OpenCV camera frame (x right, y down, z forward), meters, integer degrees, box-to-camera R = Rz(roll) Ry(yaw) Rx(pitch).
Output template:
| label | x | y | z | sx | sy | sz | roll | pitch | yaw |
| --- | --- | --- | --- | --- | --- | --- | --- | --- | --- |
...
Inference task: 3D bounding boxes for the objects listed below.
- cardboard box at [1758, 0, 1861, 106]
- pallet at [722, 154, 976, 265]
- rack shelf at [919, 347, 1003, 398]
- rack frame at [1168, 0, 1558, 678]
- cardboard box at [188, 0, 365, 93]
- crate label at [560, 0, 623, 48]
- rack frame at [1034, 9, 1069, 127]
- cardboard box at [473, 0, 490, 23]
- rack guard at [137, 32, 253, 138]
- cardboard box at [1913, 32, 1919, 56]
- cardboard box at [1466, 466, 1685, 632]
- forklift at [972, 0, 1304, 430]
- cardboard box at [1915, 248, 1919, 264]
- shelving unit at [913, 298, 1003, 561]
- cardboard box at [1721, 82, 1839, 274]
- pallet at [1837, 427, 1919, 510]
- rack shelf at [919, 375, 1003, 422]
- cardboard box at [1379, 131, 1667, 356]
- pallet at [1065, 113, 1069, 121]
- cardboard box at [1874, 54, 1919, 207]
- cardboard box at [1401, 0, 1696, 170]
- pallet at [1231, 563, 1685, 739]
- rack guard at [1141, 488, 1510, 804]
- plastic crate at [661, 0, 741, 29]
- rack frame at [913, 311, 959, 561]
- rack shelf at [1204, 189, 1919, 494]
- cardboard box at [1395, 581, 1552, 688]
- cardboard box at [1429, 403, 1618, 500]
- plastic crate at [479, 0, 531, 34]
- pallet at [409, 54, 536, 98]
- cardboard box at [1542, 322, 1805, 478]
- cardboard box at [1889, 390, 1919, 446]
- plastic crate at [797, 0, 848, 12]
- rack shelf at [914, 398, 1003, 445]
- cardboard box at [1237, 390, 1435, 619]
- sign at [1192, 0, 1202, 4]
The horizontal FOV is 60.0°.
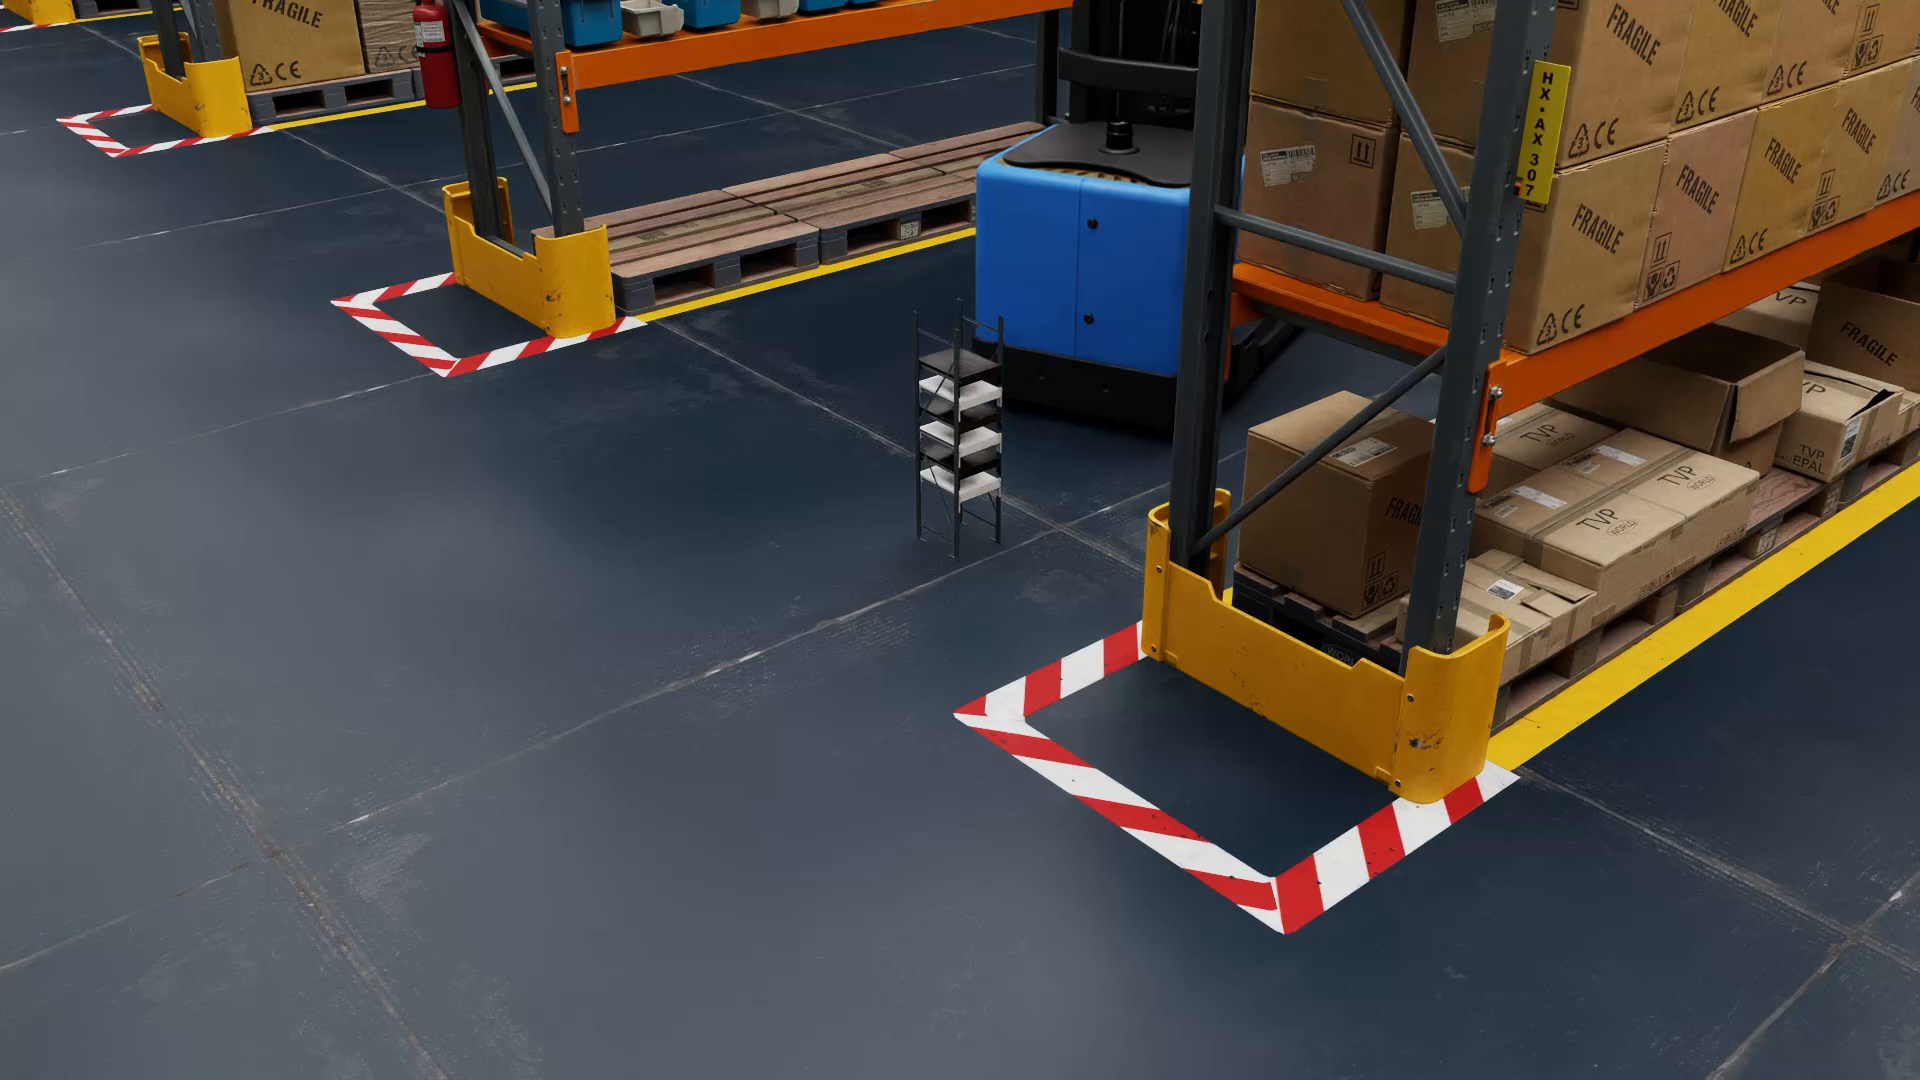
| label | x | y | z | sx | sy | sz | roll | pitch | yaw |
| --- | --- | --- | --- | --- | --- | --- | --- | --- | --- |
| cardboard box | 2.316 | -1.624 | 4.939 | 0.500 | 0.500 | 0.500 | -21 | 35 | -34 |
| pallet | -0.601 | -1.940 | 9.657 | 1.213 | 0.211 | 1.003 | -22 | 35 | -35 |
| rack shelf | -0.006 | -0.603 | 5.922 | 0.200 | 0.077 | 0.258 | -22 | 35 | -35 |
| rack frame | 1.031 | -0.783 | 4.533 | 0.127 | 3.000 | 1.000 | -22 | 35 | -35 |
| cardboard box | -4.961 | -3.809 | 12.004 | 0.875 | 0.875 | 0.875 | -22 | 35 | -35 |
| crate label | -1.779 | -2.471 | 7.805 | 0.303 | 0.233 | 0.416 | -22 | 35 | -35 |
| rack frame | 0.862 | -3.784 | 10.149 | 0.127 | 3.000 | 1.000 | -22 | 35 | -35 |
| cardboard box | -3.591 | -4.360 | 13.034 | 0.875 | 0.875 | 0.875 | -22 | 35 | -35 |
| rack guard | -5.414 | -3.227 | 11.757 | 0.348 | 0.500 | 1.175 | -22 | 35 | -35 |
| cardboard box | 3.086 | -1.933 | 5.517 | 0.500 | 0.500 | 0.500 | -22 | 35 | -35 |
| cardboard box | 2.009 | 0.018 | 5.485 | 0.500 | 0.250 | 0.500 | -22 | 35 | -35 |
| forklift | 1.181 | -2.416 | 7.661 | 1.130 | 2.935 | 3.031 | 14 | 31 | 24 |
| cardboard box | 4.600 | -1.159 | 7.422 | 0.500 | 0.500 | 0.500 | -24 | 36 | -37 |
| shelving unit | -0.006 | -0.394 | 6.033 | 0.210 | 0.900 | 0.258 | -22 | 35 | -35 |
| cardboard box | 2.313 | -1.181 | 5.171 | 0.500 | 0.500 | 0.500 | -22 | 35 | -35 |
| pallet | 3.551 | -0.567 | 7.088 | 1.213 | 0.211 | 1.003 | -22 | 35 | -35 |
| rack shelf | -0.006 | -0.524 | 5.964 | 0.200 | 0.077 | 0.258 | -22 | 35 | -35 |
| cardboard box | 1.540 | -0.869 | 4.587 | 0.500 | 0.500 | 0.500 | -21 | 35 | -34 |
| pallet | 1.476 | -2.775 | 11.220 | 1.213 | 0.211 | 1.003 | -22 | 35 | -35 |
| cardboard box | 3.080 | -1.490 | 5.750 | 0.500 | 0.500 | 0.500 | -21 | 35 | -34 |
| cardboard box | 1.540 | -1.310 | 4.351 | 0.500 | 0.500 | 0.500 | -21 | 34 | -33 |
| pallet | 1.695 | 0.179 | 5.691 | 1.213 | 0.211 | 1.003 | -22 | 35 | -35 |
| rack guard | 1.089 | 0.296 | 5.166 | 0.348 | 0.500 | 1.175 | -22 | 35 | -35 |
| plastic crate | -1.279 | -2.672 | 8.181 | 0.300 | 0.233 | 0.416 | -22 | 35 | -35 |
| rack frame | -0.084 | -0.363 | 5.975 | 0.006 | 0.900 | 0.240 | -22 | 35 | -35 |
| rack shelf | 2.553 | -1.078 | 5.848 | 4.000 | 0.370 | 1.077 | -22 | 35 | -35 |
| cardboard box | 1.573 | 0.275 | 5.111 | 0.250 | 0.149 | 0.380 | -22 | 35 | -35 |
| cardboard box | 2.027 | -0.299 | 6.078 | 0.500 | 0.250 | 0.500 | -22 | 35 | -35 |
| plastic crate | -2.047 | -2.772 | 8.153 | 0.499 | 0.435 | 0.616 | -22 | 35 | -35 |
| pallet | -3.911 | -3.751 | 13.044 | 1.213 | 0.211 | 1.003 | -22 | 35 | -35 |
| cardboard box | 2.648 | -0.523 | 6.229 | 0.637 | 0.503 | 0.797 | -22 | 35 | -35 |
| cardboard box | 3.578 | -0.531 | 6.620 | 0.250 | 0.149 | 0.380 | -22 | 35 | -35 |
| plastic crate | -0.778 | -2.873 | 8.558 | 0.300 | 0.233 | 0.416 | -22 | 35 | -35 |
| rack shelf | -0.006 | -0.444 | 6.007 | 0.200 | 0.077 | 0.258 | -22 | 35 | -35 |
| cardboard box | 1.285 | -0.130 | 5.495 | 0.500 | 0.500 | 0.500 | -22 | 35 | -35 |
| sign | 0.686 | -1.639 | 4.570 | 0.005 | 0.325 | 0.100 | -22 | 35 | -35 |
